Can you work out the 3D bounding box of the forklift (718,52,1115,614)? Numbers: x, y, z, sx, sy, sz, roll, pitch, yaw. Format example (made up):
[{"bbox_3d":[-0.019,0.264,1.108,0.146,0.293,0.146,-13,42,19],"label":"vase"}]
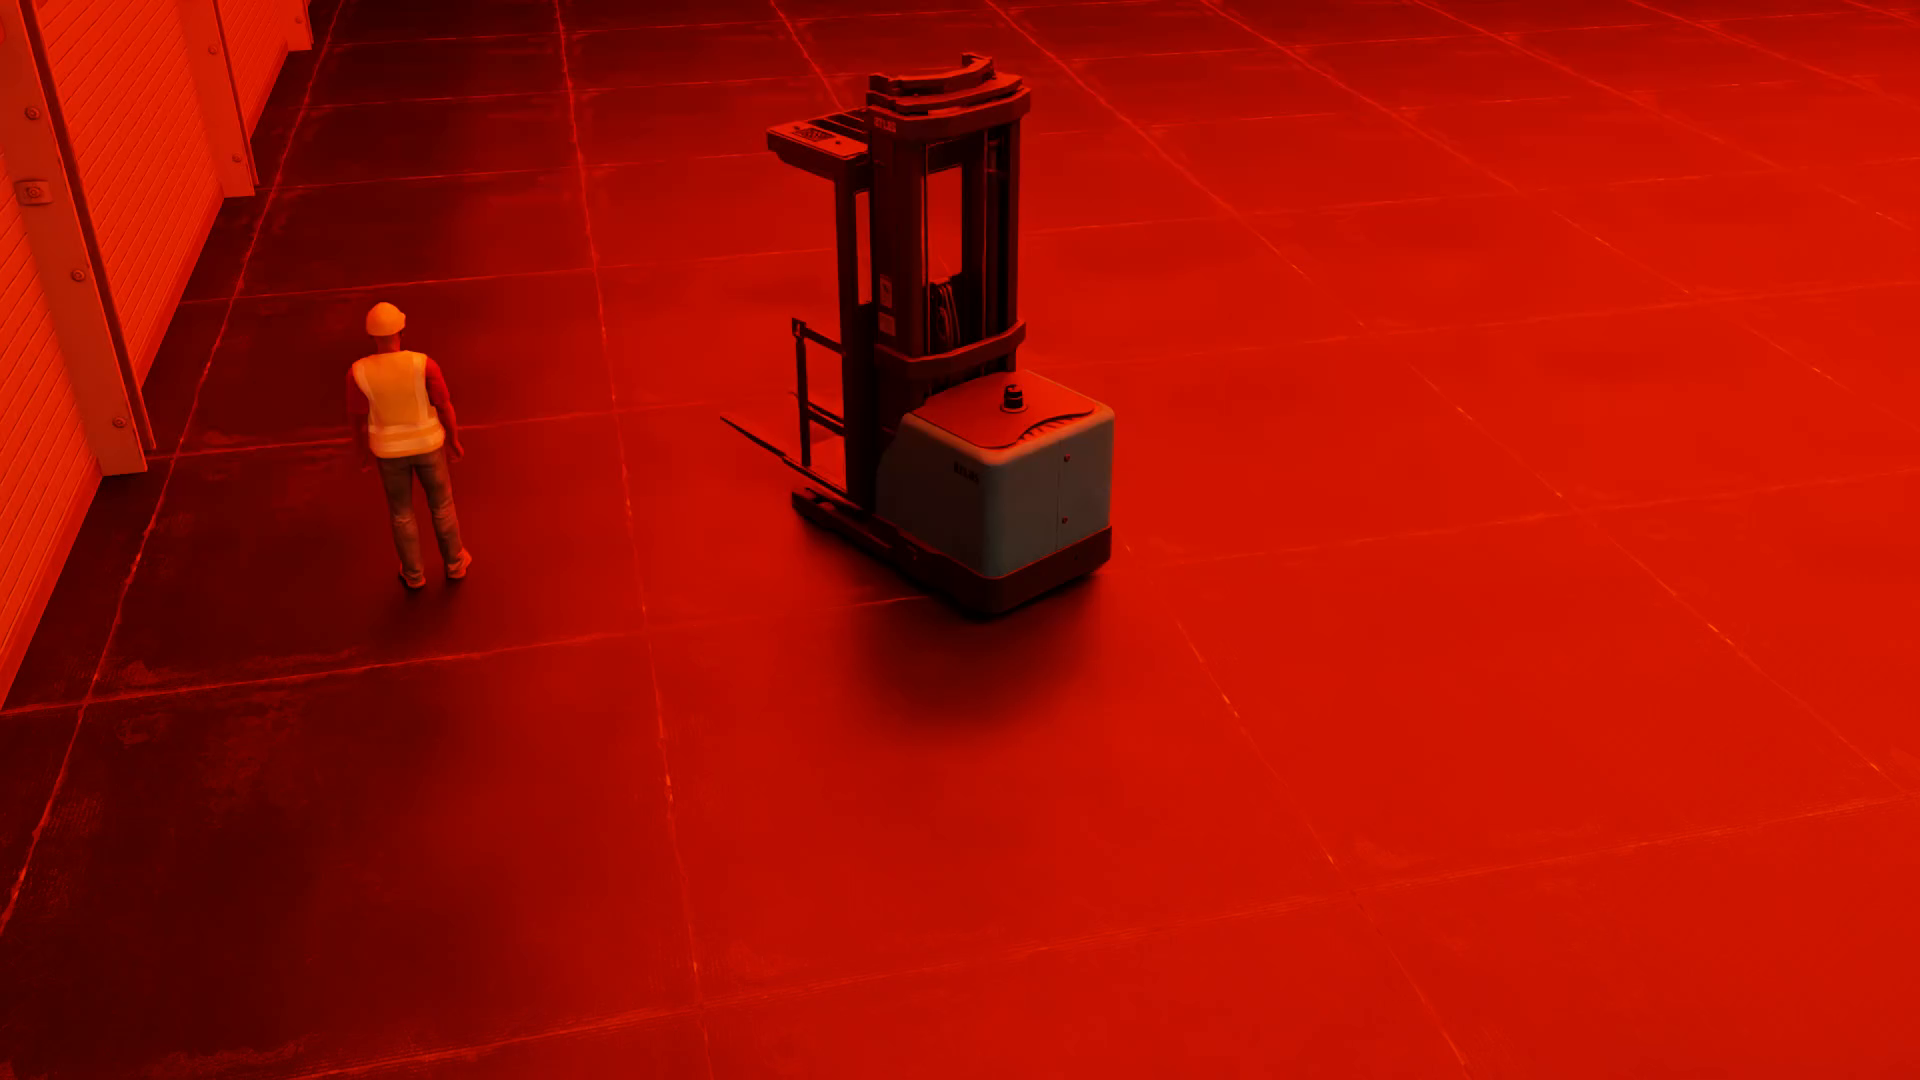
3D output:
[{"bbox_3d":[-0.433,-1.498,10.163,1.130,2.935,3.031,-24,38,-35],"label":"forklift"}]

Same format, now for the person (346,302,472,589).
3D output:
[{"bbox_3d":[-3.214,-0.555,9.696,0.600,1.771,0.381,-9,31,-15],"label":"person"}]
